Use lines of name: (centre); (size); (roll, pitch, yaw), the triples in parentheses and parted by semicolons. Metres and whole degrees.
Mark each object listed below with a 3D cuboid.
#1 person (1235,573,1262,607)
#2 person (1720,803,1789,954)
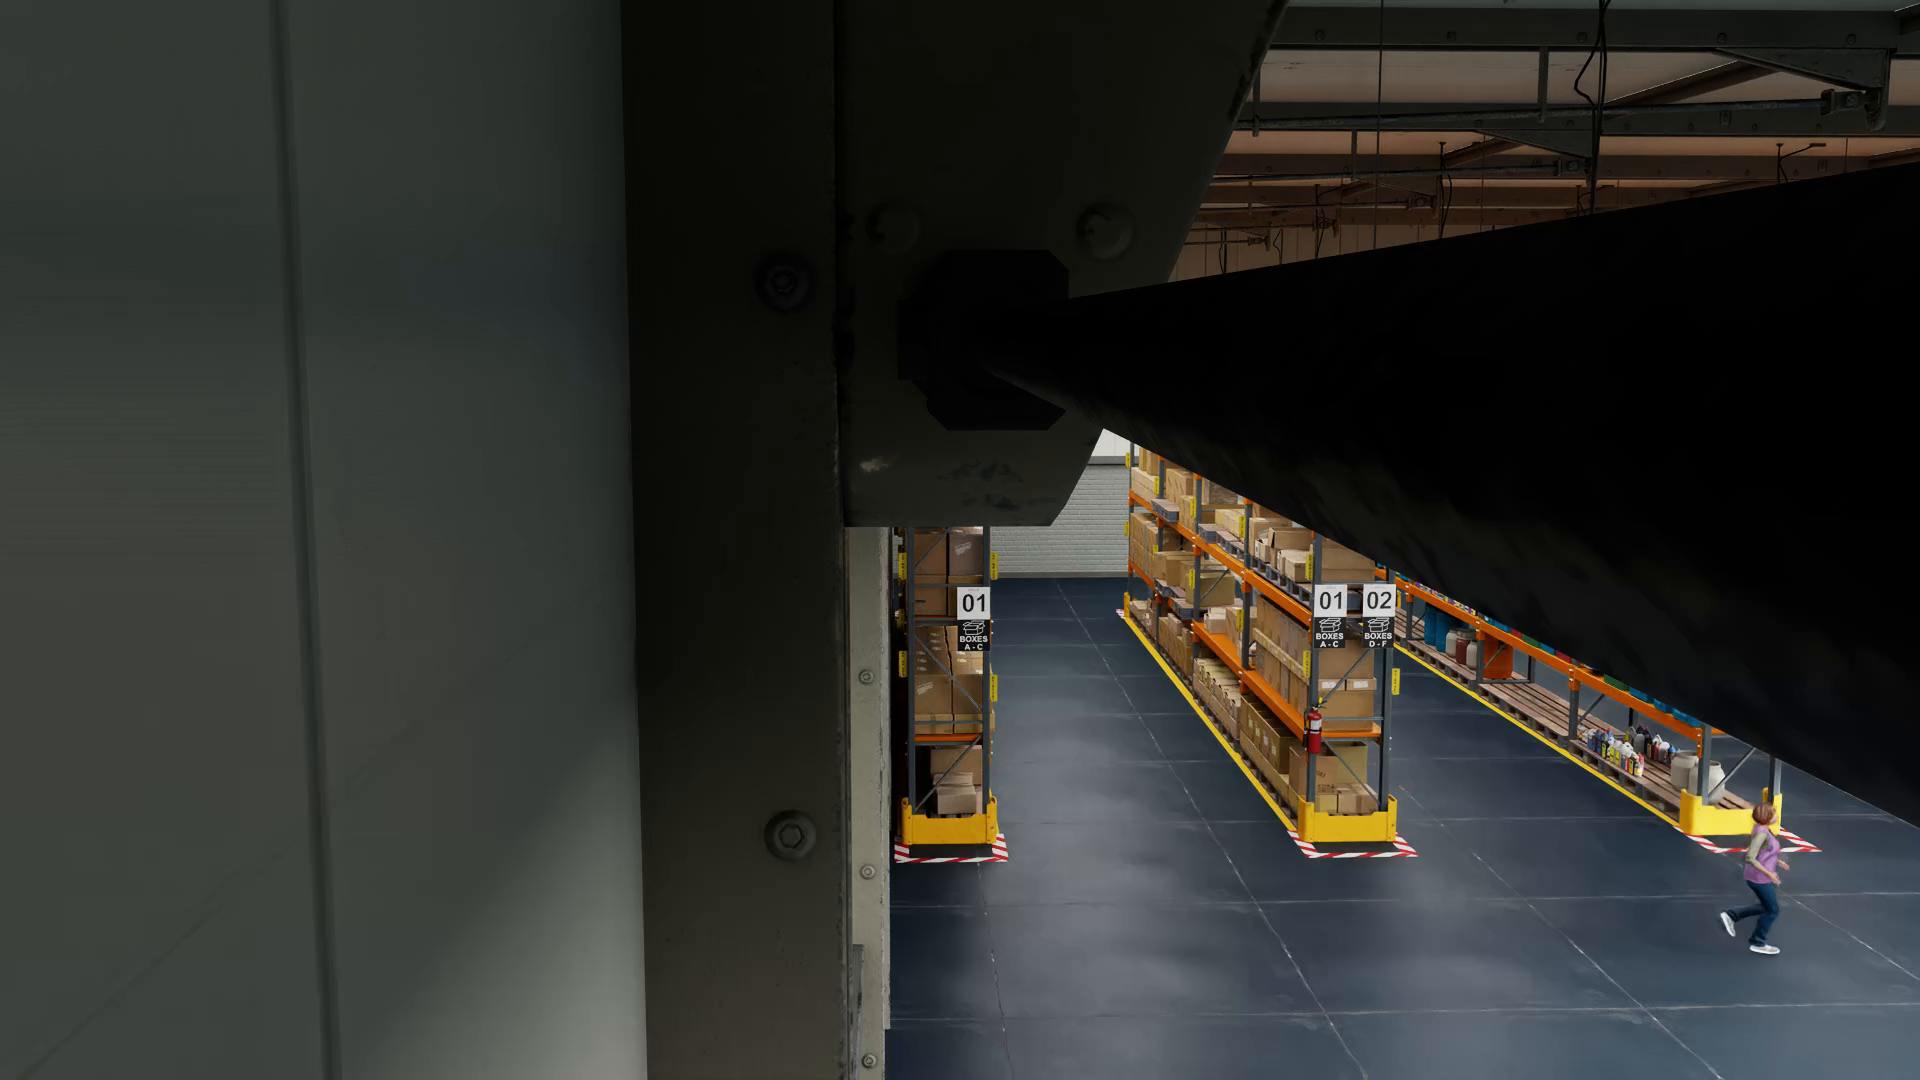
person: (6.162, 1.030, 34.956); (0.661, 1.660, 0.701); (-2, 7, -12)
person: (8.045, 3.416, 16.818); (0.602, 1.556, 0.529); (3, 8, 25)
